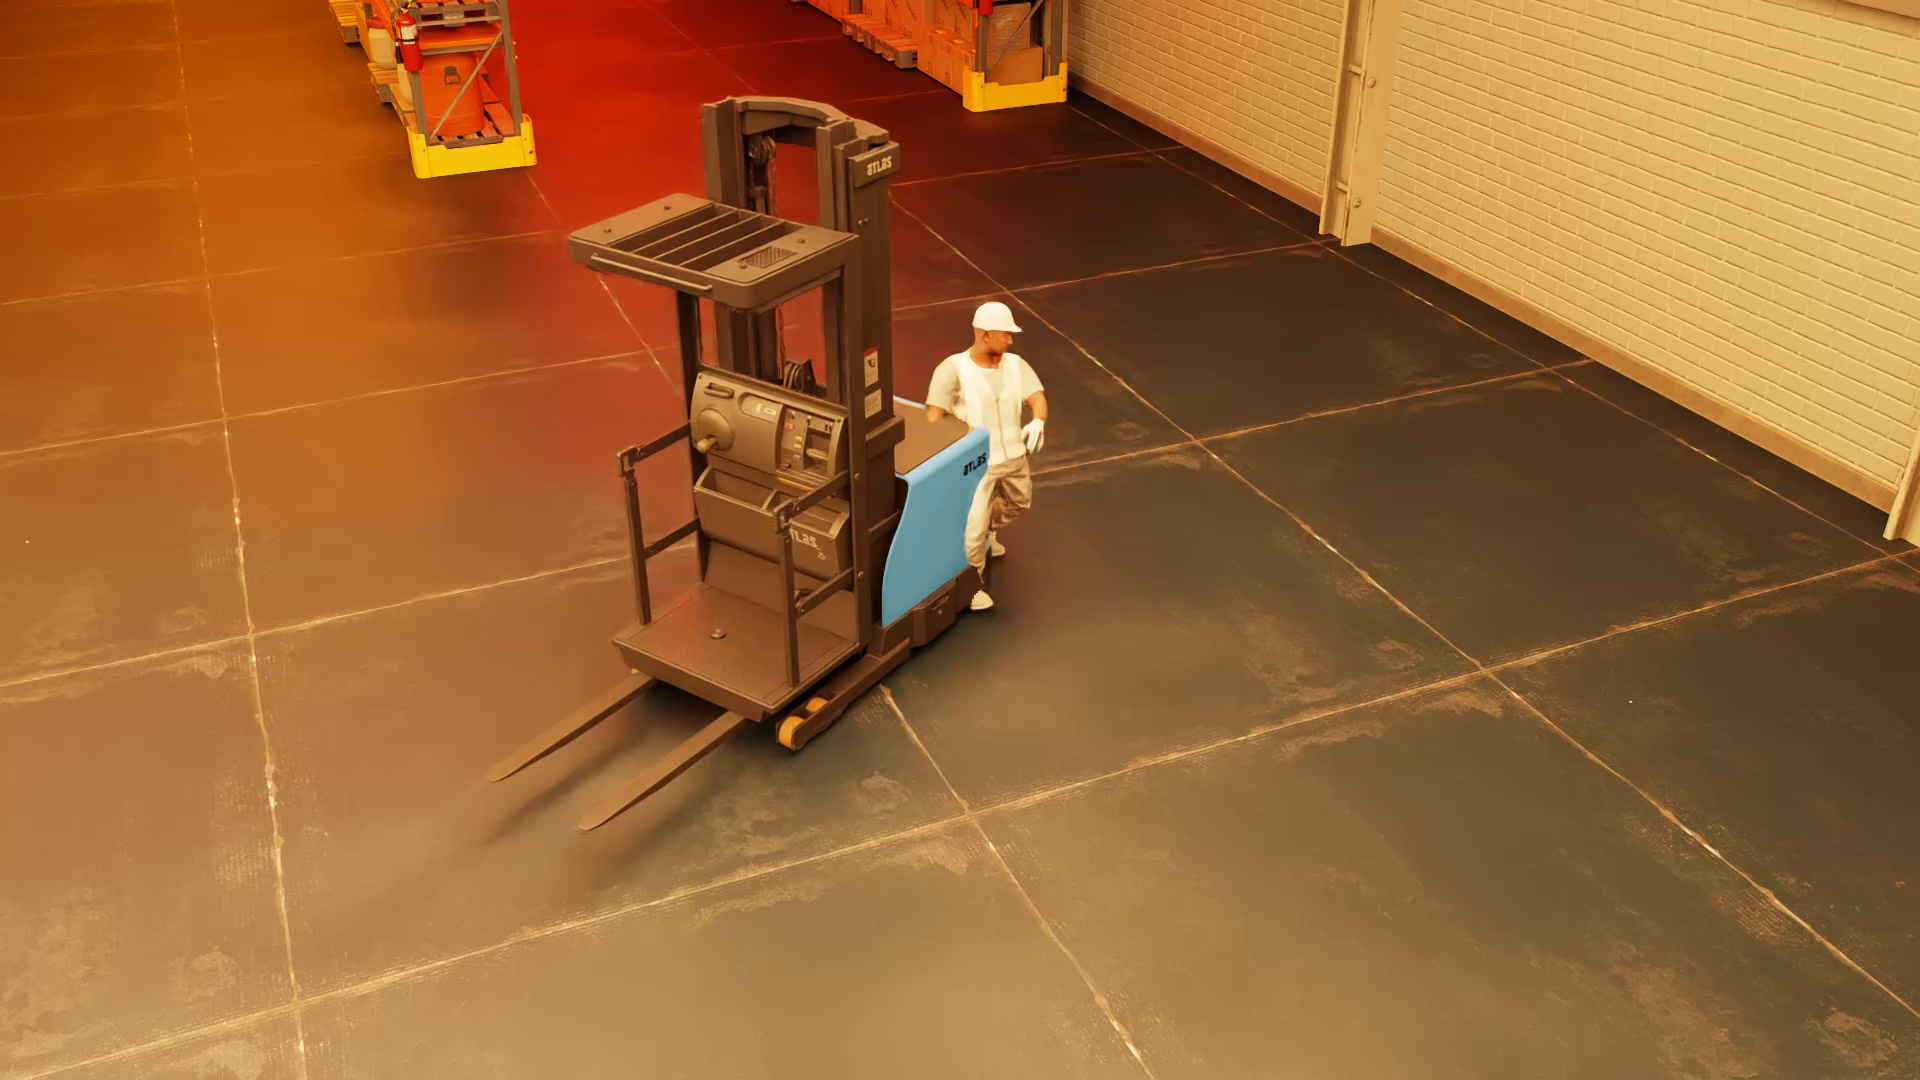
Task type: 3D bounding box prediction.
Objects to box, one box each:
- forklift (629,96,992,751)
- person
[{"bbox_3d":[-1.070,-0.502,7.999,1.130,2.935,3.031,19,35,30],"label":"forklift"},{"bbox_3d":[0.113,-0.411,9.170,0.797,1.639,0.878,-22,36,-33],"label":"person"}]
